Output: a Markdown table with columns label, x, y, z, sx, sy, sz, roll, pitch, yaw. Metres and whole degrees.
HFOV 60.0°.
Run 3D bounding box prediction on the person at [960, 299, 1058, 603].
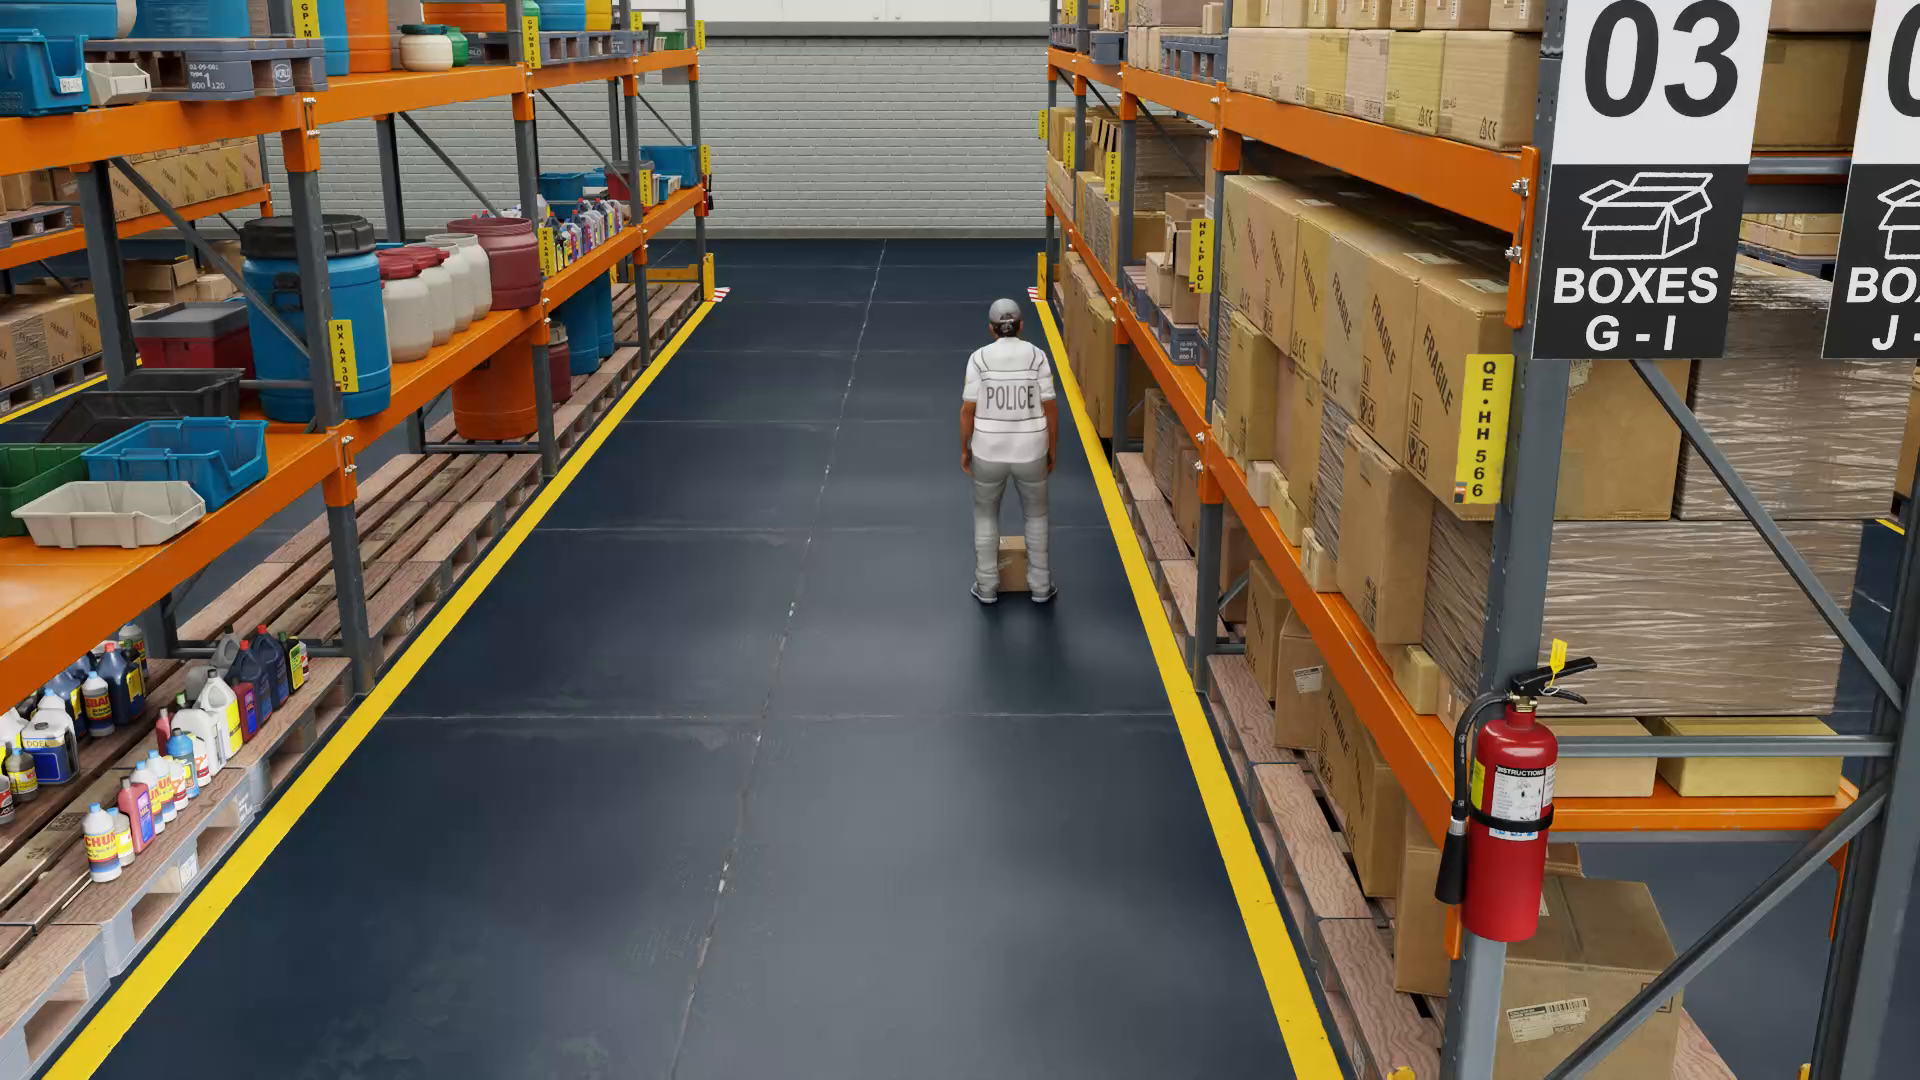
| label | x | y | z | sx | sy | sz | roll | pitch | yaw |
| --- | --- | --- | --- | --- | --- | --- | --- | --- | --- |
| person | 0.275 | -0.476 | 9.070 | 0.550 | 1.666 | 0.473 | -1 | 17 | -2 |
